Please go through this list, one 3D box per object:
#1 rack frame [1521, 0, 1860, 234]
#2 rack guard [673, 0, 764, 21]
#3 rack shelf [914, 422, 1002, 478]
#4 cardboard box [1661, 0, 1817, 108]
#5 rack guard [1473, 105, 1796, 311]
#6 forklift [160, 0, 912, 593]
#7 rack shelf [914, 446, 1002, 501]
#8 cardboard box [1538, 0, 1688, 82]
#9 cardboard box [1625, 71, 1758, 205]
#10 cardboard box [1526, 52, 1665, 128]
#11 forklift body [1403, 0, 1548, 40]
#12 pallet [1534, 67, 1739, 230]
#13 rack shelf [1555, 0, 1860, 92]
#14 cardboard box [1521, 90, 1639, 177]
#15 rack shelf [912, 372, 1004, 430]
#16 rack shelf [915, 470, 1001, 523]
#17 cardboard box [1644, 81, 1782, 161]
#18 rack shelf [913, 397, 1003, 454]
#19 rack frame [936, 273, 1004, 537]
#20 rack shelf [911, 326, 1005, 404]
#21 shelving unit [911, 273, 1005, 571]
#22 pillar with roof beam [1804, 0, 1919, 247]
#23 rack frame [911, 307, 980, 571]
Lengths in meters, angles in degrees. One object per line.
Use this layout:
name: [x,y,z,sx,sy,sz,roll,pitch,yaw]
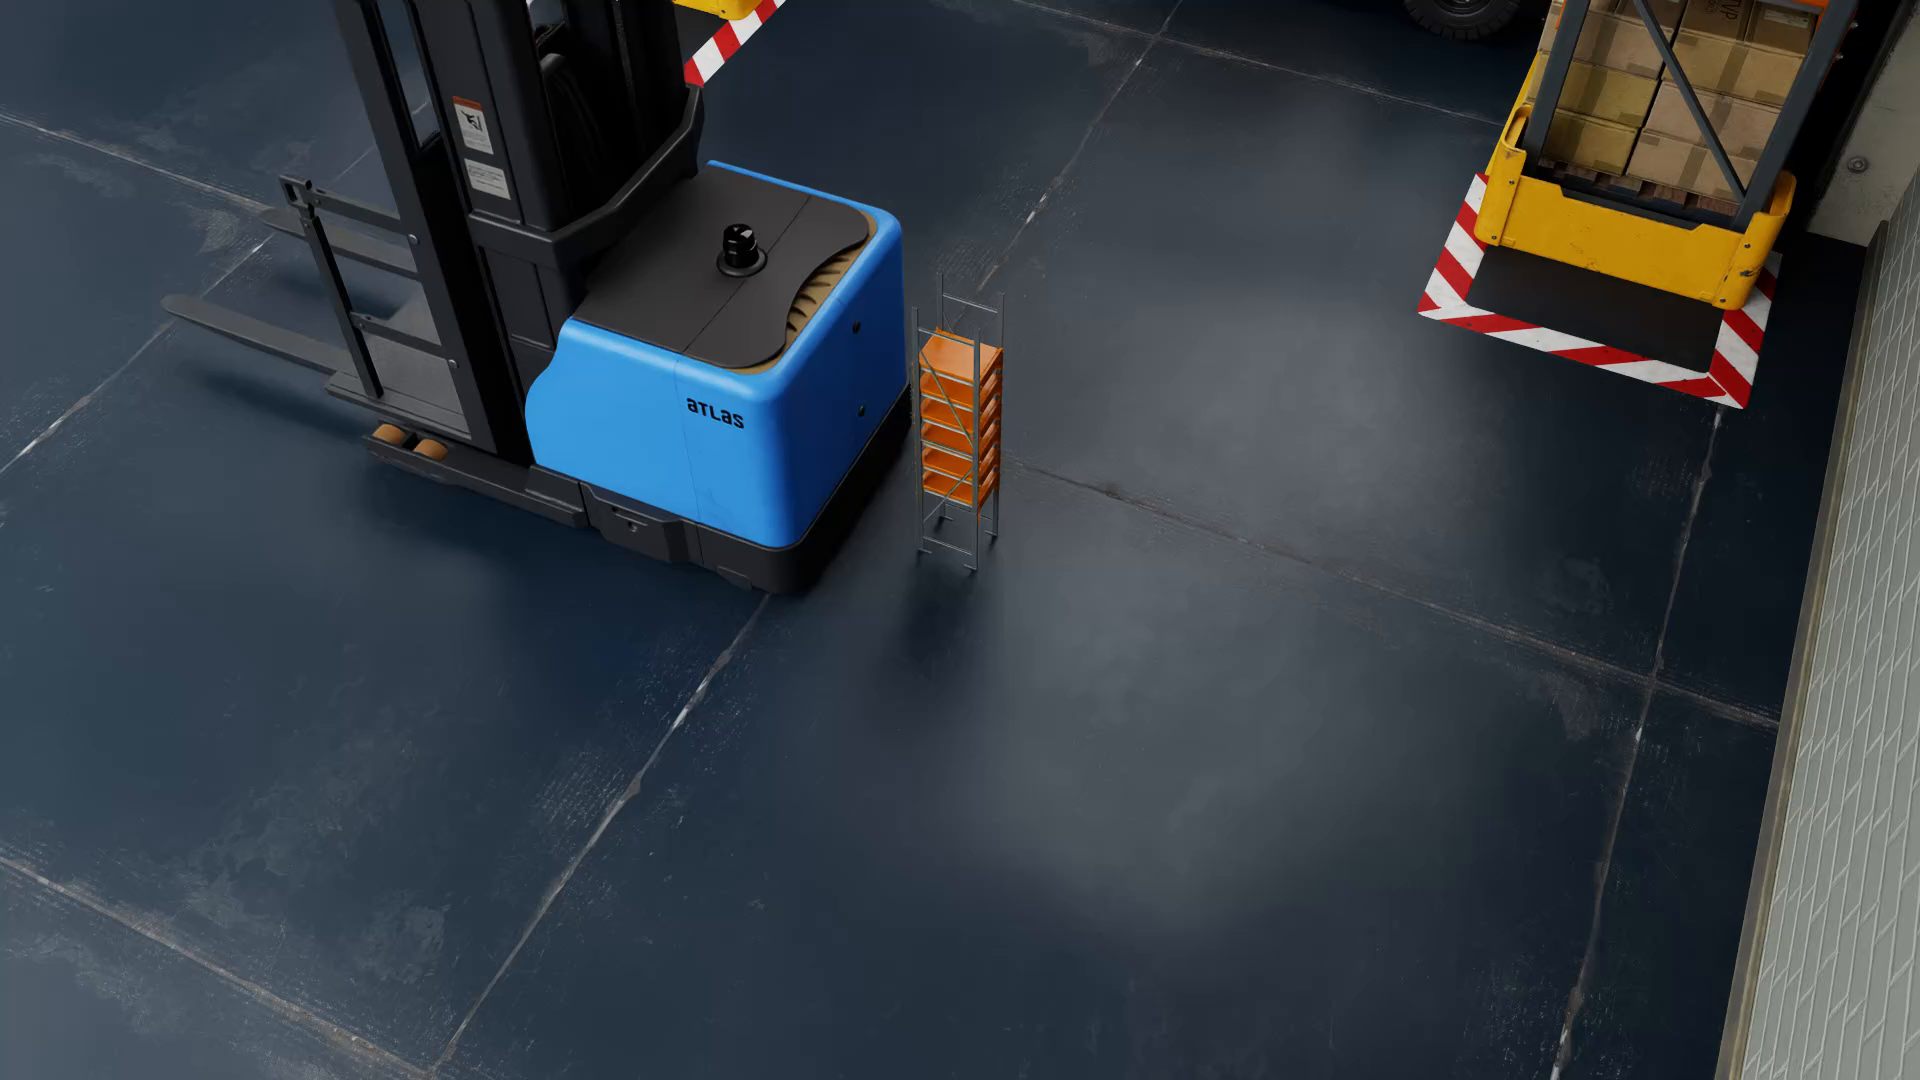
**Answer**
rack frame: [2.880,-2.257,6.201,1.000,3.000,0.127,20,52,16]
rack guard: [-1.577,-3.112,8.570,1.175,0.500,0.348,20,52,16]
rack shelf: [-0.006,-0.350,5.818,0.258,0.103,0.180,20,52,16]
cardboard box: [3.257,-2.096,6.937,0.500,0.250,0.500,19,52,16]
rack guard: [2.870,-1.431,7.139,1.175,0.500,0.348,20,52,16]
forklift: [-1.750,-1.524,5.622,3.031,2.935,1.130,19,52,16]
rack shelf: [-0.006,-0.272,5.910,0.258,0.103,0.180,20,52,16]
cardboard box: [2.795,-2.245,7.064,0.500,0.250,0.500,21,53,17]
cardboard box: [3.267,-1.777,7.322,0.500,0.250,0.500,20,52,16]
cardboard box: [2.806,-2.101,7.270,0.500,0.250,0.500,19,52,16]
forklift body: [2.041,-3.882,8.141,2.313,2.155,1.214,20,52,16]
pallet: [3.169,-1.894,7.723,1.003,0.211,1.213,20,52,16]
rack shelf: [3.735,-3.401,7.647,1.077,0.370,4.000,20,52,16]
cardboard box: [2.795,-1.929,7.451,0.500,0.250,0.500,20,53,16]
rack shelf: [-0.006,-0.506,5.636,0.258,0.103,0.180,20,52,16]
rack shelf: [-0.006,-0.195,6.001,0.258,0.103,0.180,20,52,16]
cardboard box: [3.269,-1.921,7.116,0.500,0.250,0.500,21,53,17]
rack shelf: [-0.006,-0.428,5.727,0.258,0.103,0.180,20,52,16]
rack frame: [0.033,-0.442,5.838,0.240,1.200,0.006,20,52,16]
rack shelf: [-0.006,-0.583,5.544,0.258,0.103,0.180,20,52,16]
shelving unit: [-0.006,-0.379,5.785,0.258,1.200,0.189,20,52,16]
pillar with roof beam: [0.100,-5.788,5.267,9.100,9.000,0.400,20,52,16]
rack frame: [-0.045,-0.316,5.731,0.240,1.200,0.006,20,52,16]
